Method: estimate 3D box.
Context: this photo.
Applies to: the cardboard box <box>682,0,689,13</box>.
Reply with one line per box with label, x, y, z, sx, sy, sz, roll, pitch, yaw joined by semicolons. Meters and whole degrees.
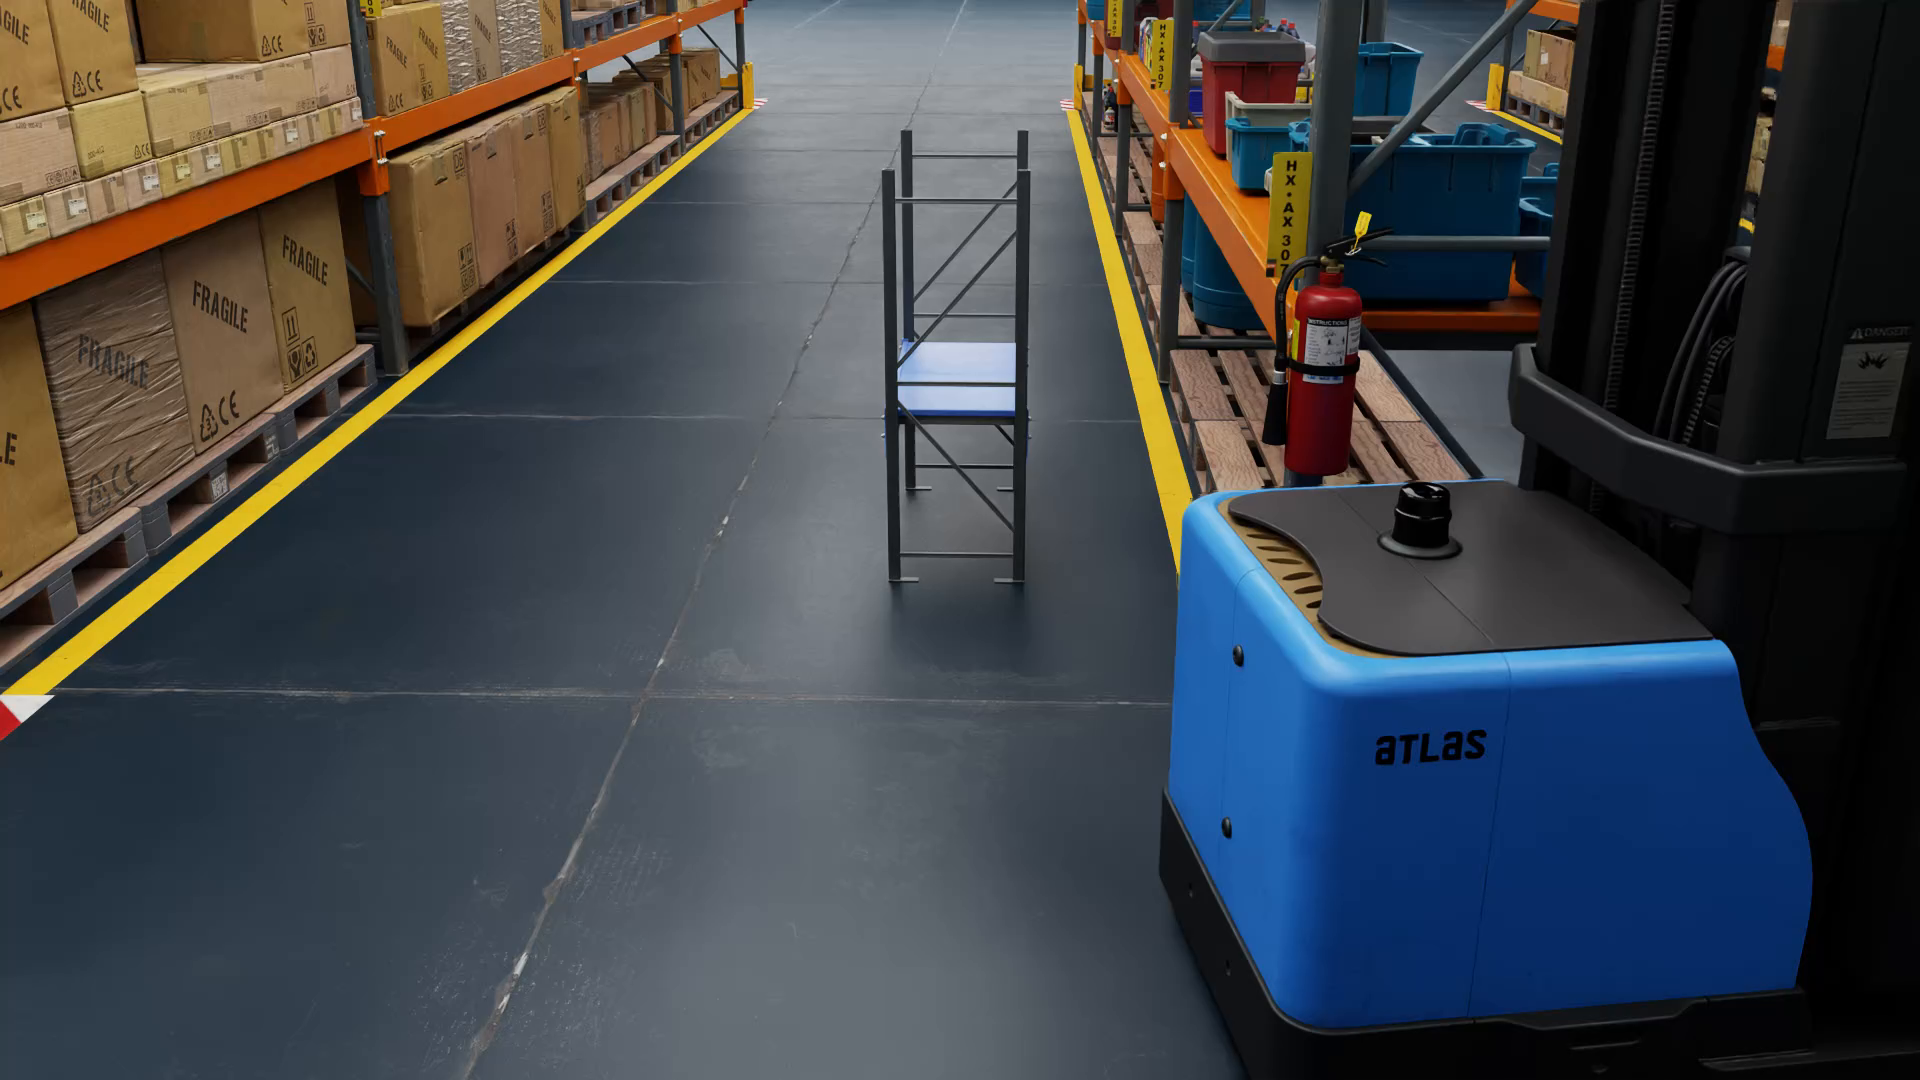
cardboard box;-2.850;-5.210;16.156;0.380;0.149;0.250;1;21;2

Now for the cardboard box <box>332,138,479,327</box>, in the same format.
cardboard box;-3.422;-1.706;9.137;1.225;0.875;0.875;1;21;2

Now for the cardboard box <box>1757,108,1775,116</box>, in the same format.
cardboard box;6.399;-3.343;13.444;0.500;0.311;0.500;0;21;1

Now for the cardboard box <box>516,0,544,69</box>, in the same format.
cardboard box;-3.088;-3.401;11.009;0.500;0.500;0.500;0;21;1

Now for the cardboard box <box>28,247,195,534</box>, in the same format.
cardboard box;-3.576;-0.590;6.259;0.875;0.875;0.875;1;21;2

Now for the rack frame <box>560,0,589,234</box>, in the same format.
rack frame;-3.300;-3.716;11.959;1.000;3.000;0.127;1;21;2

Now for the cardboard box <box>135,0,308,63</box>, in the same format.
cardboard box;-3.188;-2.338;7.166;0.500;0.500;0.500;1;21;2

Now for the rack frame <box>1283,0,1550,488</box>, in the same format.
rack frame;1.407;-0.769;4.363;1.000;3.000;0.127;1;21;2

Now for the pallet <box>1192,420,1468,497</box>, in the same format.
pallet;1.511;-0.206;6.769;1.003;0.211;1.213;1;21;2

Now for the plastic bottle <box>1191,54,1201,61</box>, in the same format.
plastic bottle;1.229;-2.435;8.830;0.152;0.276;0.135;1;21;2

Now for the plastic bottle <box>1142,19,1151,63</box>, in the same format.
plastic bottle;1.259;-3.336;11.140;0.061;0.283;0.133;1;21;2

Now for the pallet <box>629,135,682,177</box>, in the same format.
pallet;-3.200;-3.580;15.465;1.003;0.211;1.213;1;21;2

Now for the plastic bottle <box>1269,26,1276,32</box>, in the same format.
plastic bottle;2.024;-3.185;10.767;0.097;0.271;0.097;0;21;0

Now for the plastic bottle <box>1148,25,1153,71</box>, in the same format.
plastic bottle;1.244;-3.155;10.675;0.061;0.283;0.133;1;21;2

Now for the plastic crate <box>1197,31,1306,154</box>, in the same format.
plastic crate;1.251;-1.953;7.243;0.402;0.464;0.583;1;21;2

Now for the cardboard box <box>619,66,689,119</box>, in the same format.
cardboard box;-3.116;-4.544;16.968;0.500;0.500;0.500;8;22;19

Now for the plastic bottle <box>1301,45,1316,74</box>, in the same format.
plastic bottle;1.952;-2.655;9.397;0.152;0.276;0.135;1;21;2

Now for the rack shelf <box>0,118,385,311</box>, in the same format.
rack shelf;-3.482;-1.211;6.498;1.077;0.370;4.000;1;21;2

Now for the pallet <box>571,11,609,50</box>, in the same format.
pallet;-3.385;-3.885;12.660;1.213;0.211;1.003;1;21;2

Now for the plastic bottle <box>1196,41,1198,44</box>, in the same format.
plastic bottle;1.381;-2.753;9.656;0.097;0.271;0.097;0;21;0

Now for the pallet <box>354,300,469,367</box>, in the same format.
pallet;-3.473;-1.249;9.457;1.003;0.211;1.213;1;21;2

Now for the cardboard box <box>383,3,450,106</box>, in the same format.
cardboard box;-3.143;-2.661;9.103;0.500;0.500;0.500;1;21;2

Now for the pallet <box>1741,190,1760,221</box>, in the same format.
pallet;6.666;-2.603;12.945;1.003;0.211;1.213;1;21;2

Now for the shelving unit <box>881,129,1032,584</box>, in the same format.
shelving unit;0.003;-0.730;6.337;0.538;1.500;1.048;1;21;2

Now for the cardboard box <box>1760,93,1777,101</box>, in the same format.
cardboard box;6.971;-3.709;14.386;0.500;0.311;0.500;1;21;1

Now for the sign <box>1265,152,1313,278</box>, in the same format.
sign;0.857;-0.845;4.334;0.100;0.325;0.005;1;21;2

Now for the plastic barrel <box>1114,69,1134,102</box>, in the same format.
plastic barrel;1.935;-5.170;18.564;0.421;0.512;0.421;0;21;0

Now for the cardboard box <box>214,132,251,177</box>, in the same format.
cardboard box;-3.142;-1.574;6.786;0.380;0.149;0.250;0;21;1

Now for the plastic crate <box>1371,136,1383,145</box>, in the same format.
plastic crate;1.777;-1.487;6.496;0.293;0.136;0.466;1;21;2

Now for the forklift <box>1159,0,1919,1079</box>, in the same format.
forklift;2.057;-0.380;3.457;3.031;2.935;1.130;-3;21;-7

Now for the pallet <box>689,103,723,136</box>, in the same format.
pallet;-3.159;-4.547;17.957;1.003;0.211;1.213;1;21;2

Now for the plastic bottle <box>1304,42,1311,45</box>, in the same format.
plastic bottle;1.959;-2.739;9.613;0.152;0.276;0.135;1;21;2

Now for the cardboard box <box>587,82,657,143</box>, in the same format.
cardboard box;-3.218;-3.980;15.487;0.700;0.500;0.500;-1;21;-3

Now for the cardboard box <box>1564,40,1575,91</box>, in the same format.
cardboard box;6.557;-4.847;17.057;0.500;0.500;0.500;1;21;2

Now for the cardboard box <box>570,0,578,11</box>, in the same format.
cardboard box;-3.406;-4.357;12.892;0.700;0.500;0.500;4;22;10

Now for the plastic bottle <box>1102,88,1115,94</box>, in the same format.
plastic bottle;1.529;-4.524;17.198;0.152;0.276;0.135;1;21;3

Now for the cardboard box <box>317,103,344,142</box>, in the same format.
cardboard box;-3.111;-1.945;7.743;0.380;0.149;0.250;1;21;3

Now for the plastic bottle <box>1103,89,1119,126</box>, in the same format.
plastic bottle;1.504;-4.314;16.553;0.144;0.351;0.185;0;21;0

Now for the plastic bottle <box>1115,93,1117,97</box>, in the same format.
plastic bottle;1.623;-4.477;17.066;0.061;0.283;0.133;1;21;2

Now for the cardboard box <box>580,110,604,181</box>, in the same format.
cardboard box;-3.295;-3.199;13.473;0.700;0.500;0.500;-1;21;-3

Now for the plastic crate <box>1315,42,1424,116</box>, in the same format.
plastic crate;1.856;-2.063;7.638;0.392;0.384;0.575;1;21;2

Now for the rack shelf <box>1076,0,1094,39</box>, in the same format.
rack shelf;1.833;-5.495;17.539;1.077;0.370;4.000;1;21;2

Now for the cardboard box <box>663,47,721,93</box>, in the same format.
cardboard box;-3.092;-5.413;19.208;0.500;0.500;0.500;5;22;12

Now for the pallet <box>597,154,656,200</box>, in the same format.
pallet;-3.235;-3.138;14.325;1.003;0.211;1.213;1;21;2

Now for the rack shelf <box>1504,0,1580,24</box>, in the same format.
rack shelf;6.784;-5.439;17.395;1.077;0.370;4.000;1;21;2

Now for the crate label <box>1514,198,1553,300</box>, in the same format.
crate label;1.744;-0.804;4.604;0.416;0.233;0.303;1;21;2

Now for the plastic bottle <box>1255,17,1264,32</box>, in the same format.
plastic bottle;2.065;-3.456;11.450;0.061;0.283;0.133;1;21;2

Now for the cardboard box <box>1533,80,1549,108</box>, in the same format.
cardboard box;6.579;-4.859;18.125;0.500;0.250;0.500;1;21;2

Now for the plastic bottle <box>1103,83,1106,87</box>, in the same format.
plastic bottle;1.527;-4.835;18.006;0.097;0.271;0.097;0;21;0

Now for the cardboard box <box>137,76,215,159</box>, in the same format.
cardboard box;-3.220;-1.621;6.356;0.500;0.250;0.500;0;21;1

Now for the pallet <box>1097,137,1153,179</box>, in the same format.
pallet;1.787;-3.523;15.317;1.003;0.211;1.213;1;21;2

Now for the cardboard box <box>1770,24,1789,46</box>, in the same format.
cardboard box;6.353;-3.816;12.566;0.380;0.149;0.250;1;21;2

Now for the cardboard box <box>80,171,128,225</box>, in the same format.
cardboard box;-3.173;-1.202;5.828;0.380;0.149;0.250;0;21;1

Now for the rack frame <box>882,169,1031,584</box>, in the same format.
rack frame;-0.013;-0.546;5.863;0.500;1.500;0.032;1;21;2

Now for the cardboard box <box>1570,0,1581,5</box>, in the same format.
cardboard box;6.774;-5.816;17.234;0.700;0.500;0.500;1;21;3
